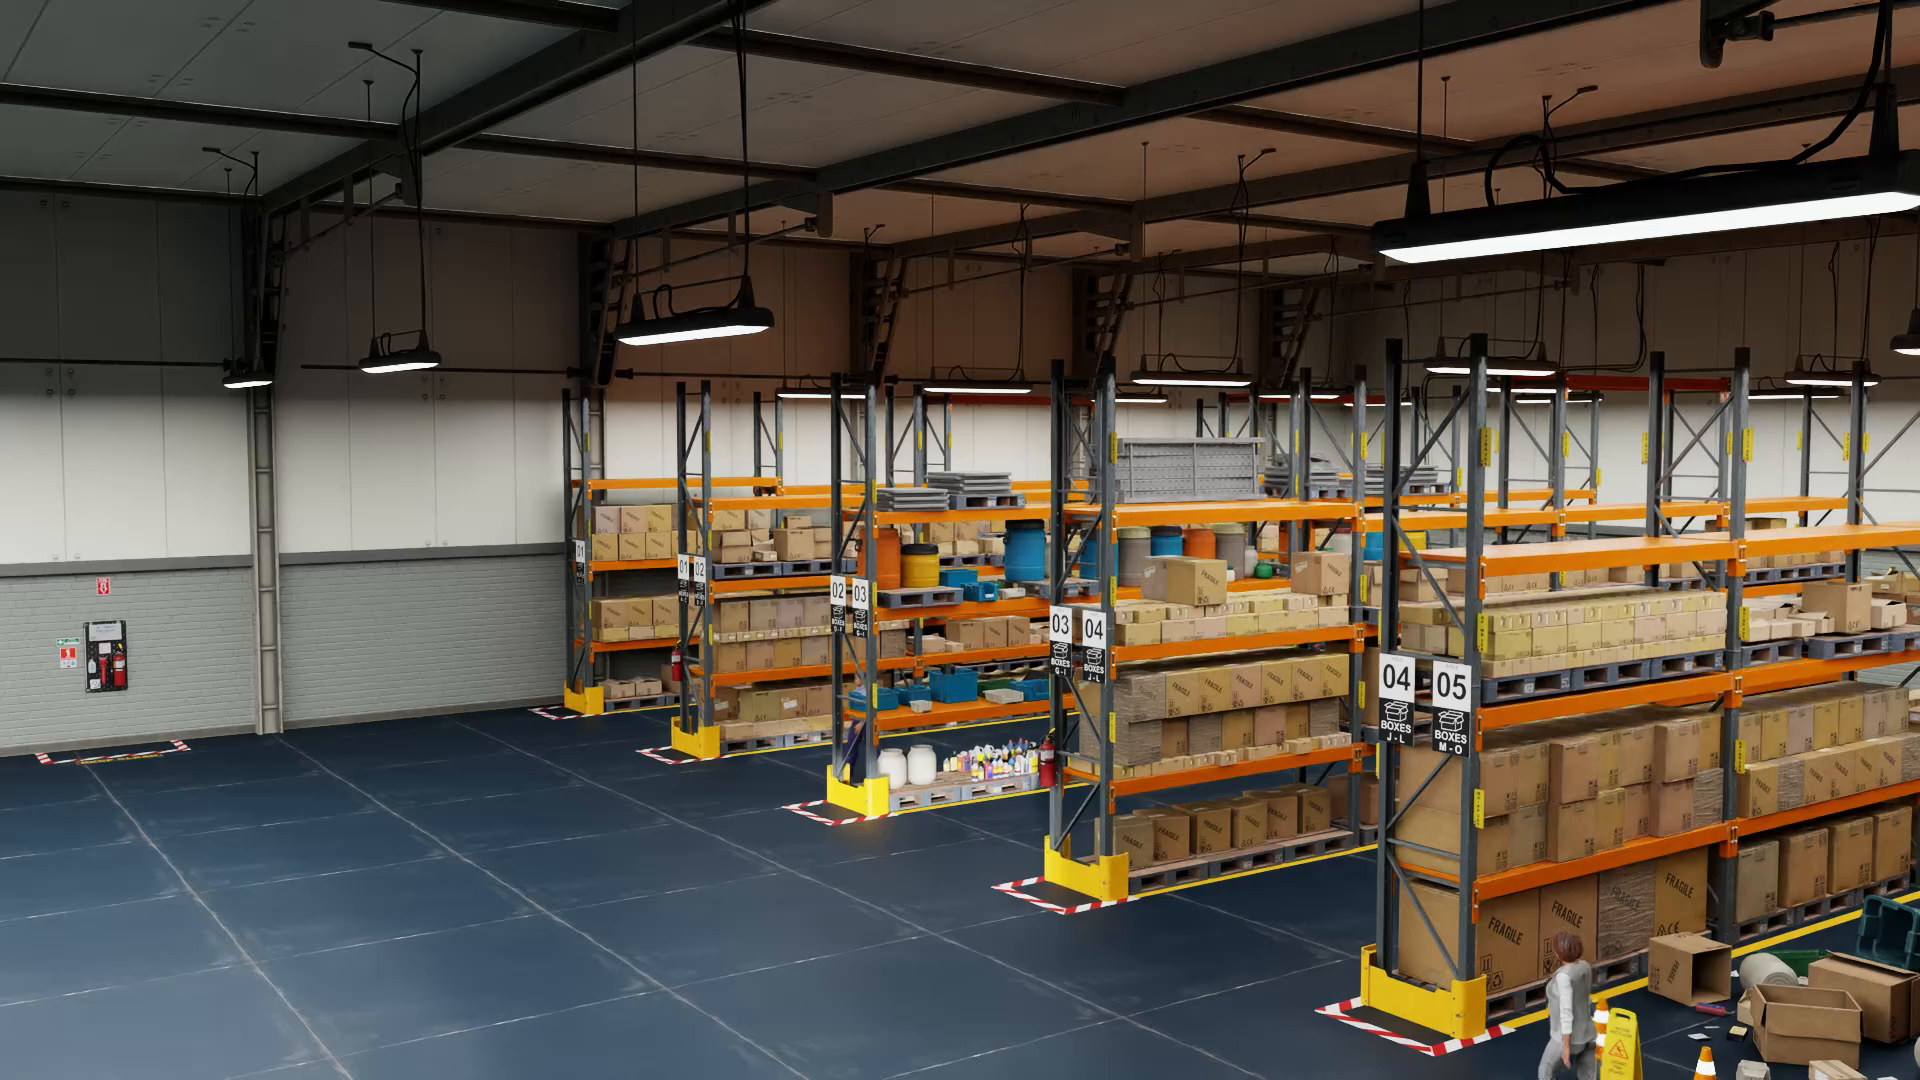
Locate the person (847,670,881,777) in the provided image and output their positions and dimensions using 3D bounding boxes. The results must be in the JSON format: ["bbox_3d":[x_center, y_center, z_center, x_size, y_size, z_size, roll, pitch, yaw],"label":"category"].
[{"bbox_3d":[-1.496,2.749,24.800,0.741,1.627,0.528,-2,4,-27],"label":"person"}]

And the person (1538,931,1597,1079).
[{"bbox_3d":[4.470,3.601,12.011,0.437,1.551,0.917,-3,5,-41],"label":"person"}]
